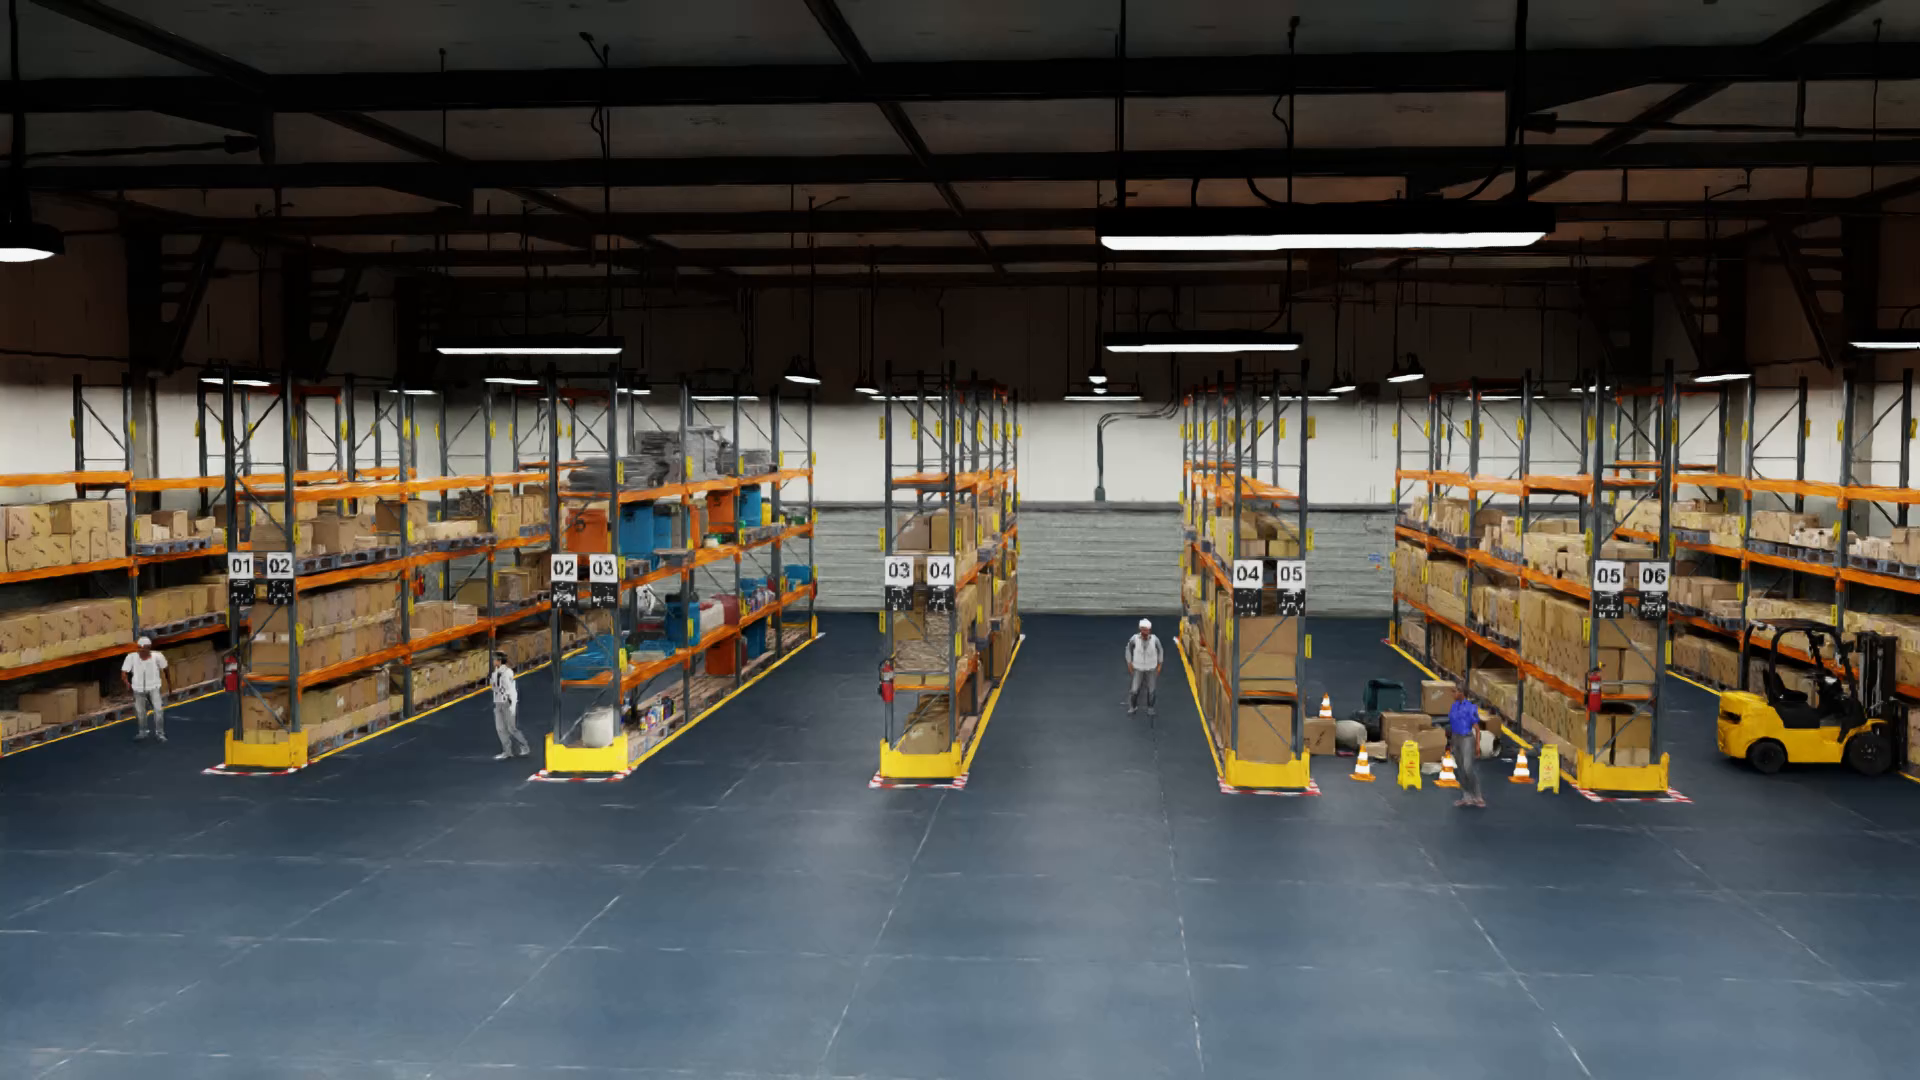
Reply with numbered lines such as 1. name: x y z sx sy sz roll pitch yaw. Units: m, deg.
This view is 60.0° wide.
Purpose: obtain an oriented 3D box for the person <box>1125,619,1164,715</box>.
1. person: 3.237 2.228 29.199 0.677 1.726 0.574 0 4 5

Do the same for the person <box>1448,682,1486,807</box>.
1. person: 6.738 2.714 22.110 0.356 1.652 0.571 -2 4 -26

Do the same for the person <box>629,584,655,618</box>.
1. person: -7.545 1.600 39.476 0.639 1.632 0.512 0 4 3

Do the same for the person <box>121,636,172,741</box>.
1. person: -13.088 2.381 26.759 0.700 1.701 0.785 -1 4 -16

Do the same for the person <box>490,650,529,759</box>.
1. person: -6.899 2.501 25.455 0.527 1.663 0.538 3 5 41
